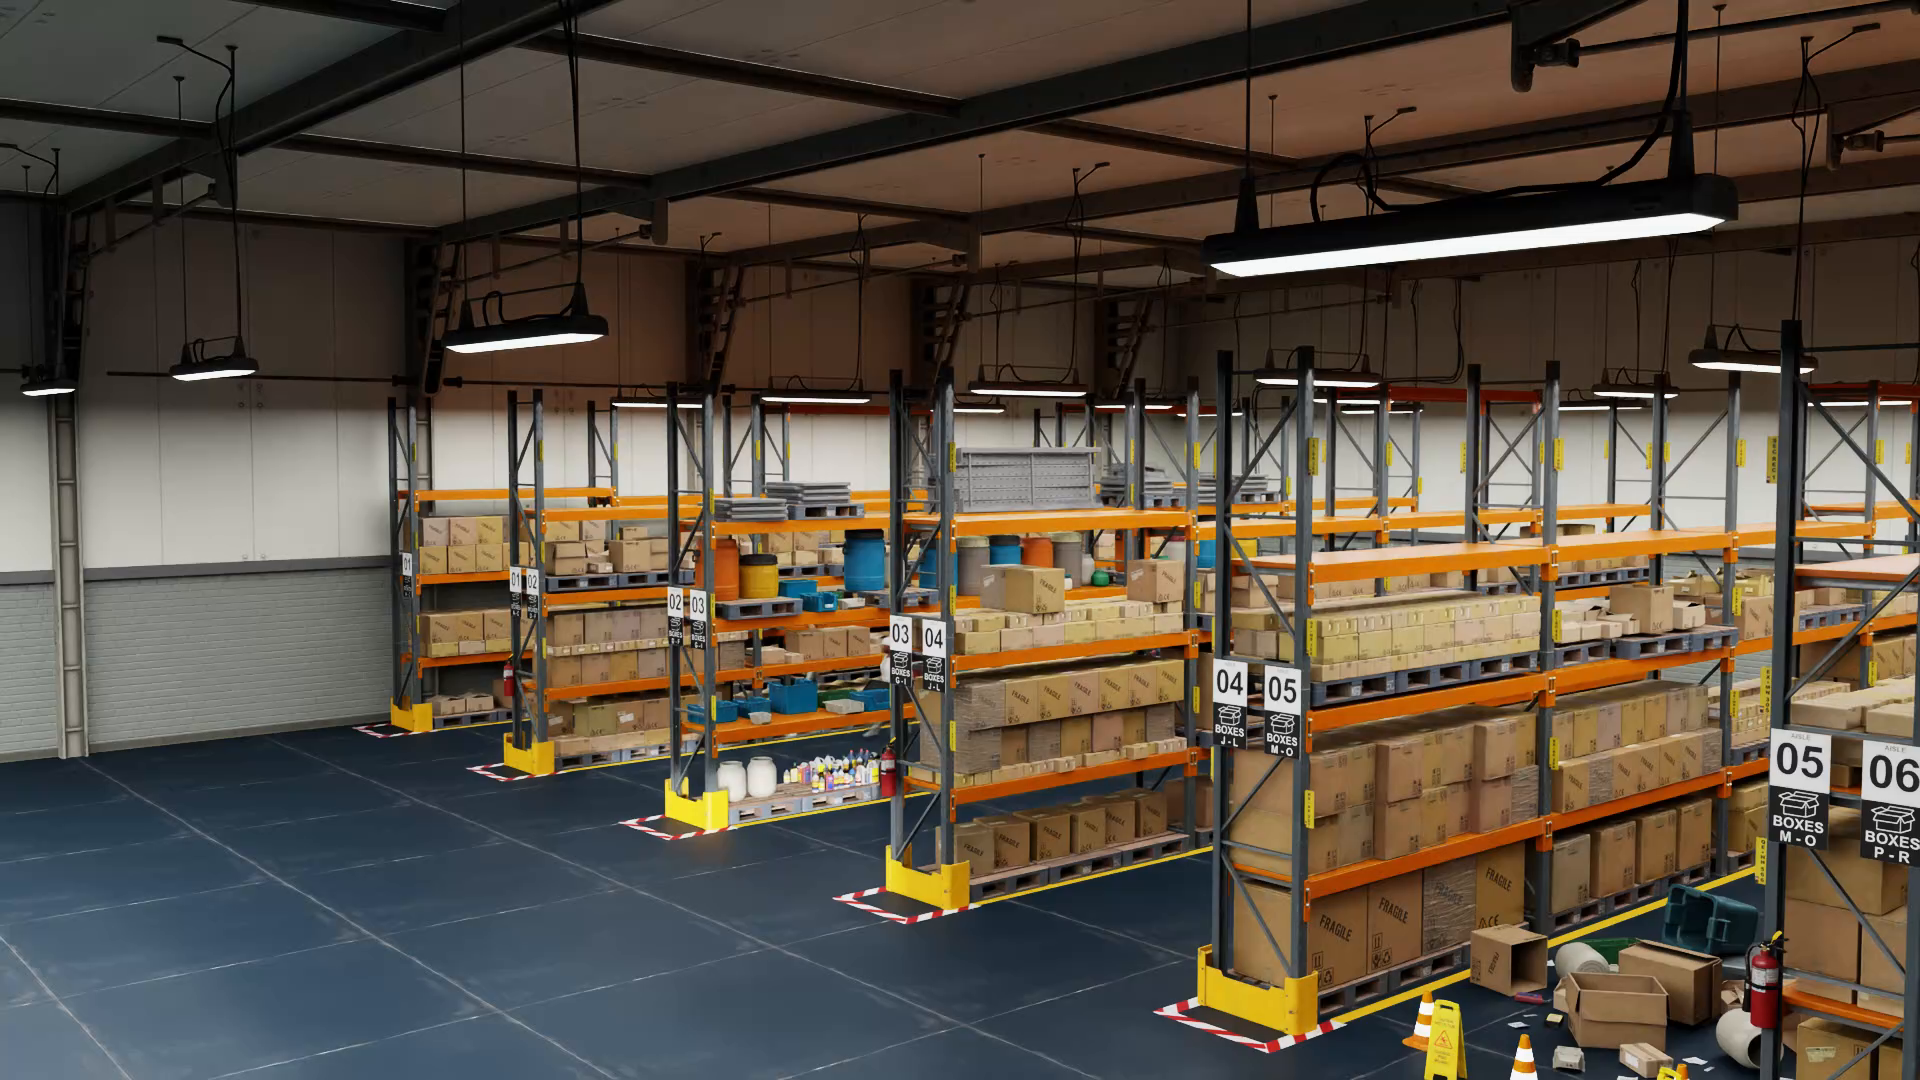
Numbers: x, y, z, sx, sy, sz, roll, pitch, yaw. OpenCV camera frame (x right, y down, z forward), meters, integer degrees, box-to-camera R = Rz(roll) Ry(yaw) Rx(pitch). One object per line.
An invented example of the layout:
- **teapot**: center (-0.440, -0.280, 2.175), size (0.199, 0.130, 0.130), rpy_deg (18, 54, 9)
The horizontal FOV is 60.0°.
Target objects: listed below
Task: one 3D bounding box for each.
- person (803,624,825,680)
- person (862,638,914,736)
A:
- **person**: center (-2.943, 2.459, 33.006), size (0.431, 1.565, 1.062), rpy_deg (1, 4, 23)
- **person**: center (-1.276, 2.577, 29.187), size (0.925, 1.724, 0.595), rpy_deg (-1, 4, -18)
